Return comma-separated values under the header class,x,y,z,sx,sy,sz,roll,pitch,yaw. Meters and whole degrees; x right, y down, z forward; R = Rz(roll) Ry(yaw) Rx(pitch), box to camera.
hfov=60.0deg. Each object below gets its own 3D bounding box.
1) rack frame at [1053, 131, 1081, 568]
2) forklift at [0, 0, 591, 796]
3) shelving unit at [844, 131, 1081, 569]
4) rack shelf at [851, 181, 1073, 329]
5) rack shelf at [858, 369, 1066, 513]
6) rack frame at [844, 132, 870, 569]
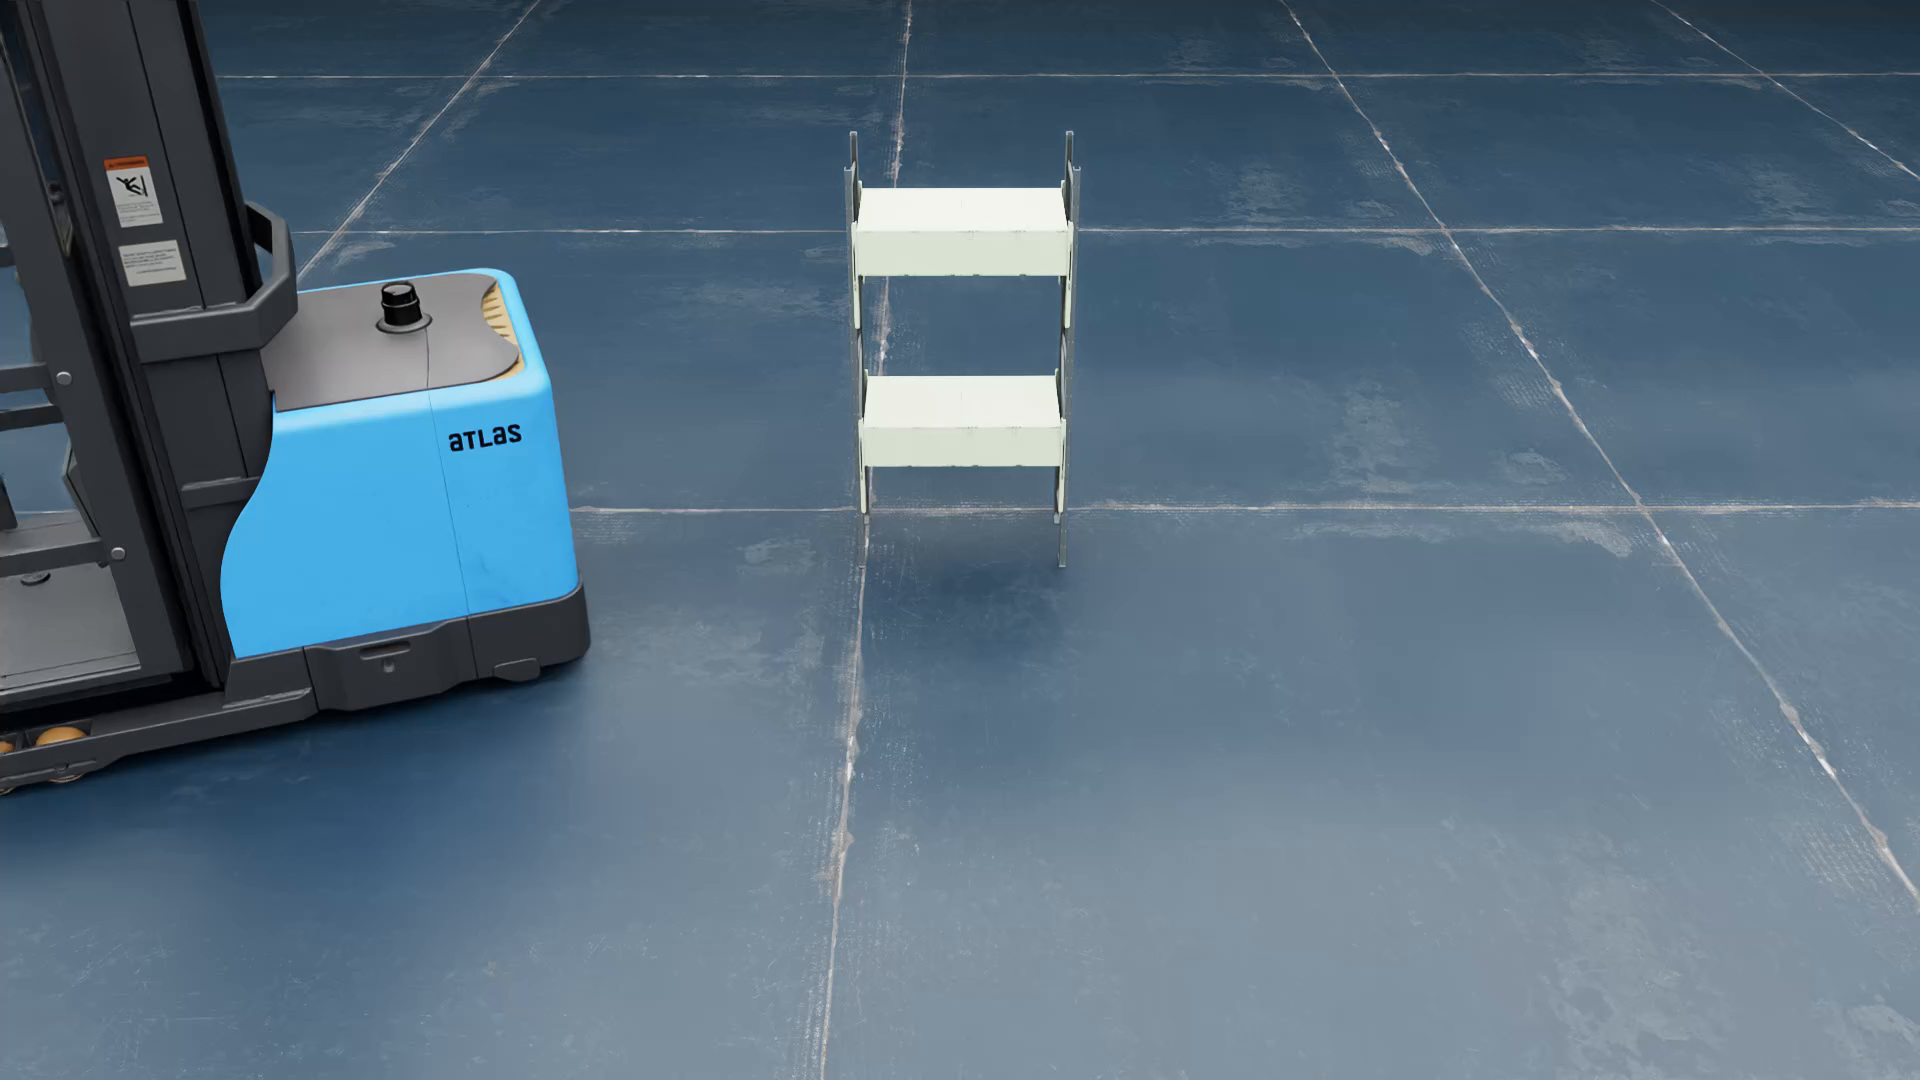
class,x,y,z,sx,sy,sz,roll,pitch,yaw
rack frame,0.373,-0.642,5.863,0.023,1.500,0.400,0,31,0
forklift,-2.802,-0.794,4.733,3.031,2.935,1.130,-11,33,-17
shelving unit,0.007,-0.641,5.861,0.755,1.500,0.431,0,31,0
rack shelf,0.007,-0.975,5.659,0.720,0.370,0.431,0,31,0
rack shelf,0.007,-0.363,6.030,0.720,0.370,0.431,0,31,0
rack frame,-0.359,-0.640,5.859,0.023,1.500,0.400,0,31,0
